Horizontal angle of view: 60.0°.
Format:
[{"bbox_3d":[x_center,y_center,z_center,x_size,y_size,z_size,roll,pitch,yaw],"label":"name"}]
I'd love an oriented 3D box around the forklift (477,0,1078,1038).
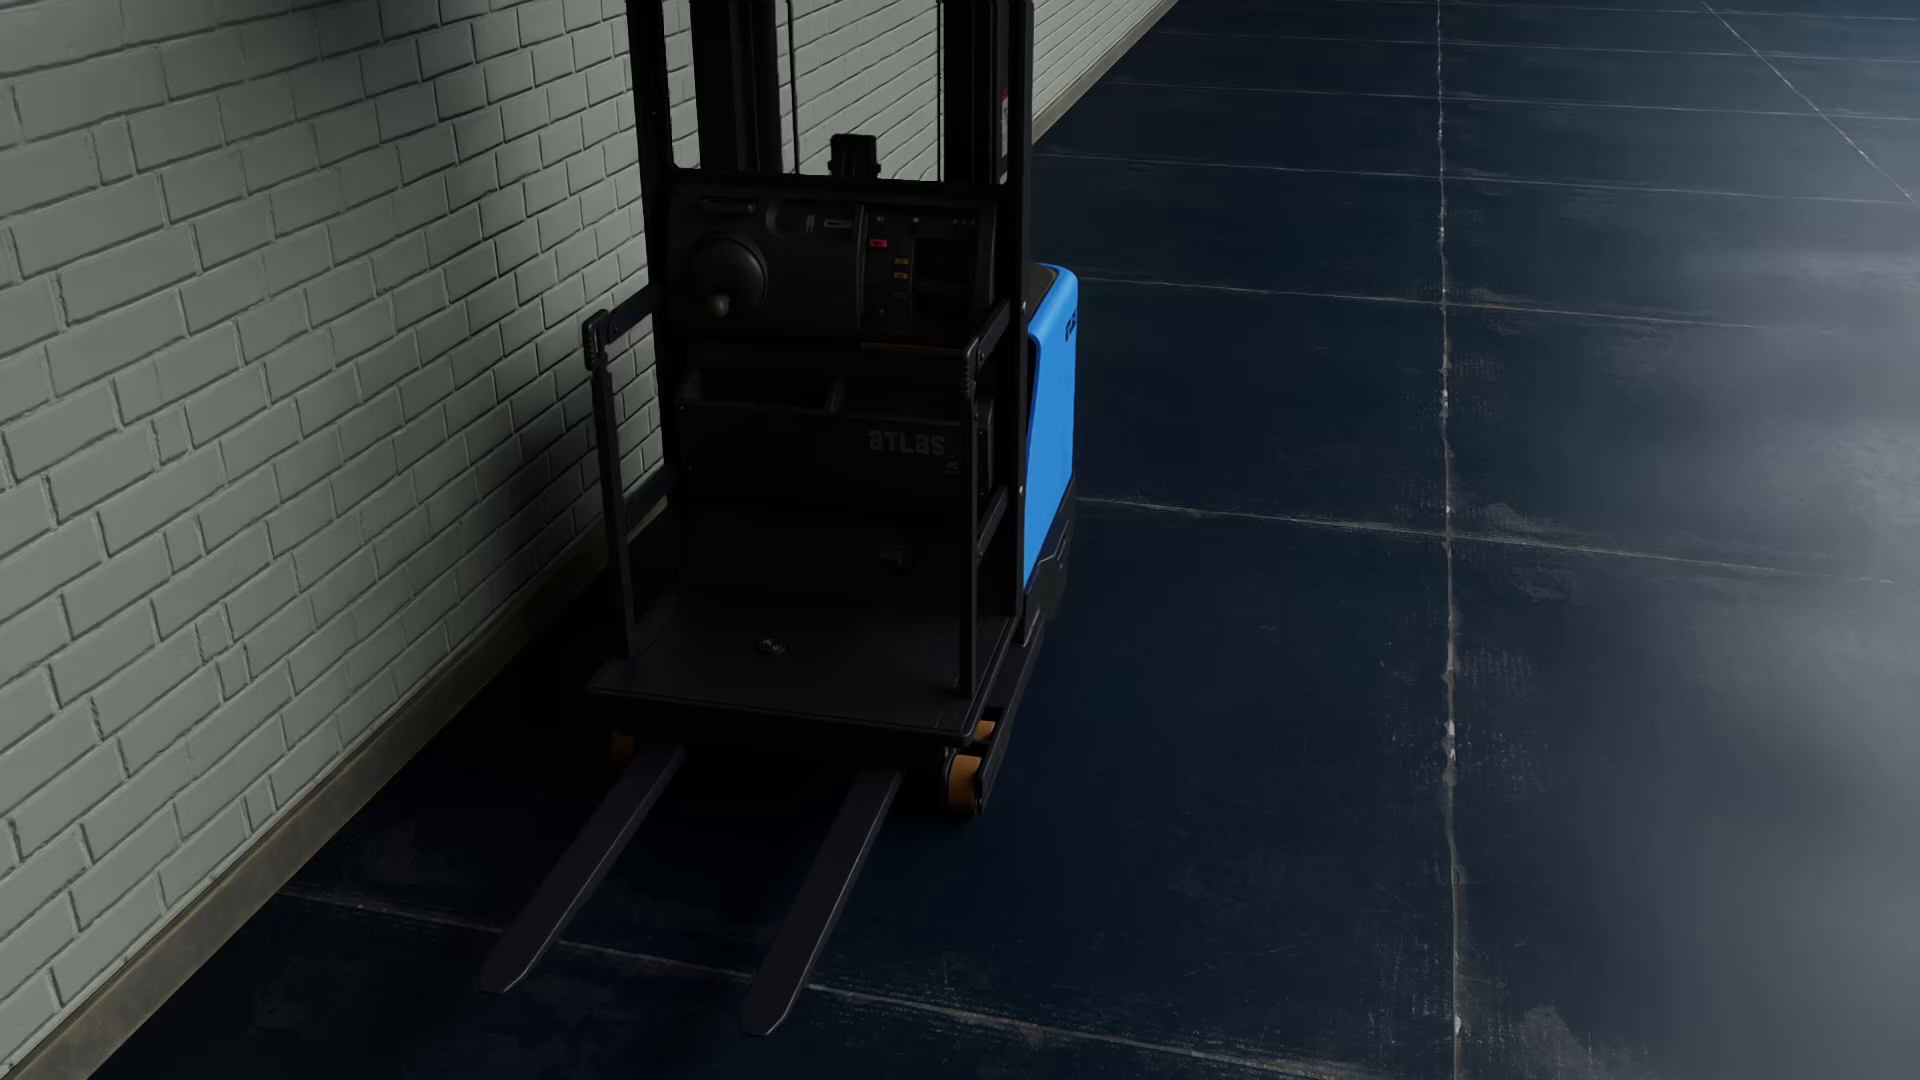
[{"bbox_3d":[-0.404,-0.736,4.387,1.130,2.935,3.031,6,26,11],"label":"forklift"}]
